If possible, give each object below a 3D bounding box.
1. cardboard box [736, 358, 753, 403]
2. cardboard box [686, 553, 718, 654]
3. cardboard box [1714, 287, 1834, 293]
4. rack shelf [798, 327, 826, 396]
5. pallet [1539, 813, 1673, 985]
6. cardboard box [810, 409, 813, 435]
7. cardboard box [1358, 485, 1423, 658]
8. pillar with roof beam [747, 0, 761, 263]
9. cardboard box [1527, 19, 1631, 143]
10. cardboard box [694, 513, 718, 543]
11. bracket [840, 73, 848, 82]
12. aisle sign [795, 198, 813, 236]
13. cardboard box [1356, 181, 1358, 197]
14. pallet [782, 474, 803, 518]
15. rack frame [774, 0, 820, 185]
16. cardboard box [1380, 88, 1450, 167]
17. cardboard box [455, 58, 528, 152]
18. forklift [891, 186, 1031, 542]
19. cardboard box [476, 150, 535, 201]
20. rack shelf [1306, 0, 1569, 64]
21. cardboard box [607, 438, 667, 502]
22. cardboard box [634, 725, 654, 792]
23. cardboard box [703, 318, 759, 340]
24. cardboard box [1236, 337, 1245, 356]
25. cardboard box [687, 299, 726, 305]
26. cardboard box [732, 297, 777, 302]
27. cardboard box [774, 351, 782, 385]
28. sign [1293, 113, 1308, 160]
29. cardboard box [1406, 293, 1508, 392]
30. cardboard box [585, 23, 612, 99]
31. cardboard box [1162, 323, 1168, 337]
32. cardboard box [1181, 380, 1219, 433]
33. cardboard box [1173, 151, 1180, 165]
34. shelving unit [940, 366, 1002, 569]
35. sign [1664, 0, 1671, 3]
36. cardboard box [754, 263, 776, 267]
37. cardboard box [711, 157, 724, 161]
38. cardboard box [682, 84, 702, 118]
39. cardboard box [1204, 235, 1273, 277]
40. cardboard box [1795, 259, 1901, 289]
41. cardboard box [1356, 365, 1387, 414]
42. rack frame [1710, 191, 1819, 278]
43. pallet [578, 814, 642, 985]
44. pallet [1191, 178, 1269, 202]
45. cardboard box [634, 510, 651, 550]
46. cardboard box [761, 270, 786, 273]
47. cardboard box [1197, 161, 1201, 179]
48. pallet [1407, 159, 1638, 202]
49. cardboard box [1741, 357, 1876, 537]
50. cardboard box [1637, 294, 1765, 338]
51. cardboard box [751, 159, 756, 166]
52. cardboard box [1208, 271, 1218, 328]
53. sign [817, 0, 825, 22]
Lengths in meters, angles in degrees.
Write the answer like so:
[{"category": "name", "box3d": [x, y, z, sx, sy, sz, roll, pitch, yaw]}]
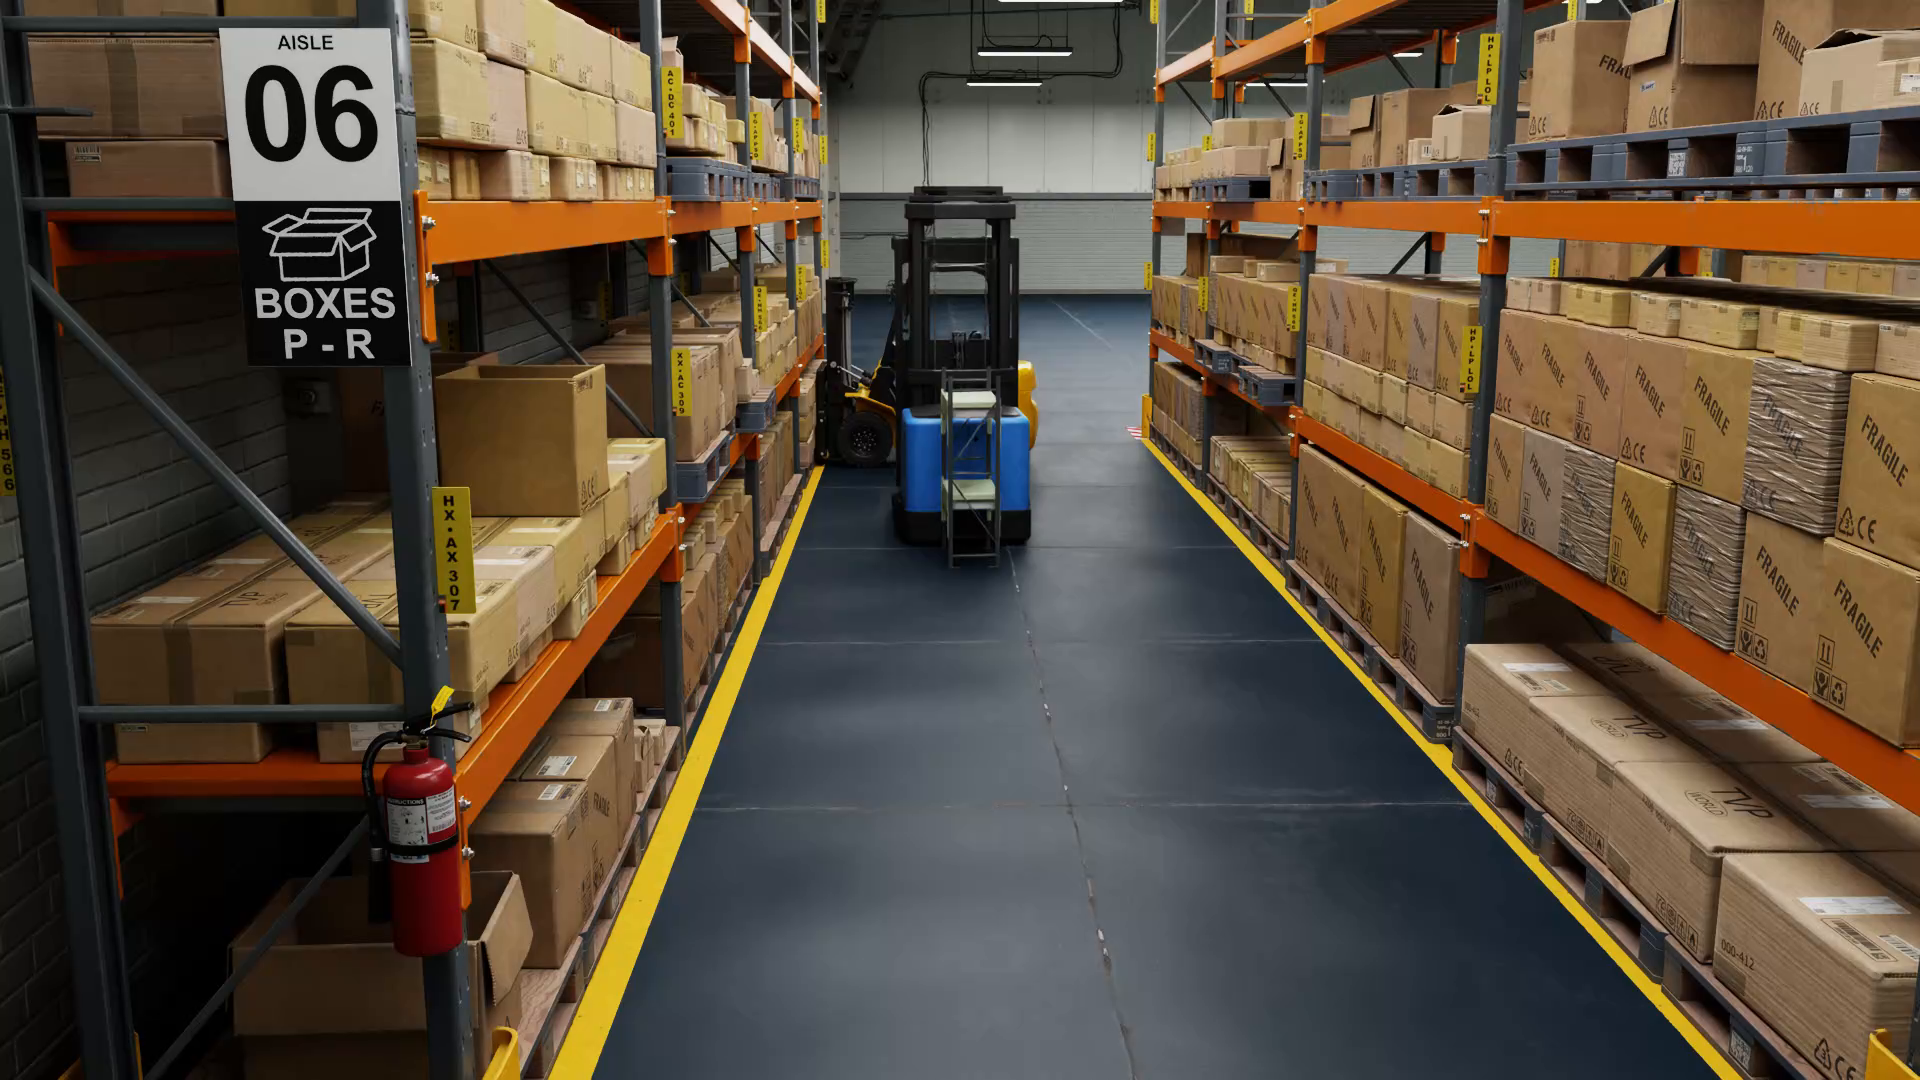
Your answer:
[{"category": "cardboard box", "box3d": [-1.644, -1.060, 11.060, 0.500, 0.250, 0.500, -1, 11, -4]}, {"category": "cardboard box", "box3d": [-1.718, 0.376, 9.891, 0.500, 0.500, 0.500, -1, 11, -3]}, {"category": "cardboard box", "box3d": [3.337, -0.957, 6.833, 0.380, 0.149, 0.250, 0, 11, -2]}, {"category": "rack shelf", "box3d": [-2.113, -1.976, 18.065, 1.077, 0.370, 4.000, 0, 11, -1]}, {"category": "pallet", "box3d": [3.022, 1.399, 6.631, 1.003, 0.211, 1.213, 0, 11, -1]}, {"category": "cardboard box", "box3d": [-1.785, -1.232, 17.189, 0.500, 0.250, 0.500, 0, 11, -1]}, {"category": "cardboard box", "box3d": [2.937, 0.171, 9.959, 0.875, 0.875, 0.875, 0, 11, 0]}, {"category": "pillar with roof beam", "box3d": [1.139, -6.735, 24.622, 9.100, 9.000, 0.400, 0, 11, -1]}, {"category": "cardboard box", "box3d": [2.858, -2.018, 7.358, 0.500, 0.500, 0.500, 0, 11, 0]}, {"category": "cardboard box", "box3d": [-1.726, -0.074, 10.478, 0.380, 0.149, 0.250, -1, 11, -4]}, {"category": "bracket", "box3d": [-3.297, -13.171, 47.293, 0.235, 0.232, 0.430, 0, 11, -1]}, {"category": "aisle sign", "box3d": [-1.862, -4.015, 19.765, 0.394, 0.787, 0.004, 0, 11, -1]}, {"category": "cardboard box", "box3d": [2.757, -2.566, 12.249, 0.380, 0.149, 0.250, 0, 11, -1]}, {"category": "pallet", "box3d": [-2.017, -0.418, 15.590, 1.003, 0.211, 1.213, 0, 11, -1]}, {"category": "rack frame", "box3d": [-2.154, -5.666, 19.356, 1.000, 3.000, 0.127, 0, 11, -1]}, {"category": "cardboard box", "box3d": [3.184, -2.686, 10.902, 0.700, 0.500, 0.500, -1, 11, -4]}, {"category": "cardboard box", "box3d": [-1.591, -1.278, 4.901, 0.500, 0.250, 0.500, 0, 11, 0]}, {"category": "forklift", "box3d": [-0.048, -1.666, 14.900, 1.130, 2.935, 3.031, -1, 12, -4]}, {"category": "cardboard box", "box3d": [-1.520, -1.110, 5.074, 0.380, 0.149, 0.250, 0, 11, 0]}, {"category": "rack shelf", "box3d": [3.015, -3.151, 9.773, 1.077, 0.370, 4.000, 0, 11, -1]}, {"category": "cardboard box", "box3d": [-1.652, -0.313, 7.686, 0.500, 0.250, 0.500, 0, 11, 0]}, {"category": "cardboard box", "box3d": [-1.594, 0.974, 7.535, 0.396, 0.266, 0.258, 0, 11, 1]}, {"category": "cardboard box", "box3d": [-1.701, -1.567, 12.358, 0.380, 0.149, 0.250, 0, 11, 1]}, {"category": "cardboard box", "box3d": [2.586, -1.665, 14.295, 0.380, 0.149, 0.250, 0, 11, 1]}, {"category": "cardboard box", "box3d": [-2.295, -2.073, 14.852, 0.380, 0.149, 0.250, 0, 11, -2]}, {"category": "cardboard box", "box3d": [-1.867, -2.131, 15.135, 0.380, 0.149, 0.250, 0, 11, -1]}, {"category": "cardboard box", "box3d": [-1.786, -1.457, 14.074, 0.500, 0.250, 0.500, 0, 11, 1]}, {"category": "sign", "box3d": [2.431, -2.879, 11.860, 0.100, 0.325, 0.005, 0, 11, -1]}, {"category": "cardboard box", "box3d": [2.778, -1.092, 9.129, 0.500, 0.500, 0.500, 0, 11, 0]}, {"category": "cardboard box", "box3d": [-1.634, -1.827, 6.349, 0.500, 0.250, 0.500, 0, 11, 0]}, {"category": "cardboard box", "box3d": [2.511, -2.402, 18.987, 0.380, 0.149, 0.250, 0, 11, 0]}, {"category": "cardboard box", "box3d": [2.598, -1.396, 17.367, 0.500, 0.500, 0.500, 0, 11, 0]}, {"category": "cardboard box", "box3d": [2.532, -4.162, 18.113, 0.380, 0.149, 0.250, 0, 11, 0]}, {"category": "shelving unit", "box3d": [0.081, -0.587, 13.181, 0.431, 1.500, 0.755, -1, 12, -4]}, {"category": "sign", "box3d": [8.298, -6.224, 19.556, 0.100, 0.325, 0.005, 0, 11, -1]}, {"category": "cardboard box", "box3d": [-2.361, -3.171, 19.515, 0.380, 0.149, 0.250, 0, 11, -2]}, {"category": "cardboard box", "box3d": [-1.726, -2.505, 10.694, 0.380, 0.149, 0.250, 0, 11, -1]}, {"category": "cardboard box", "box3d": [-1.474, -2.150, 8.142, 0.380, 0.149, 0.250, 0, 11, 0]}, {"category": "cardboard box", "box3d": [3.025, -3.030, 17.937, 0.700, 0.500, 0.500, 0, 11, -2]}, {"category": "cardboard box", "box3d": [7.877, -2.230, 14.742, 0.700, 0.500, 0.500, 0, 11, -1]}, {"category": "cardboard box", "box3d": [2.742, -0.924, 10.190, 0.500, 0.250, 0.500, 0, 11, 0]}, {"category": "rack frame", "box3d": [7.838, -1.993, 16.337, 1.000, 3.000, 0.127, 0, 11, -1]}, {"category": "pallet", "box3d": [-1.865, 1.406, 6.601, 1.003, 0.211, 1.213, 0, 11, -1]}, {"category": "pallet", "box3d": [2.797, -3.207, 15.251, 1.213, 0.211, 1.003, 0, 11, -1]}, {"category": "cardboard box", "box3d": [-1.591, -0.052, 7.404, 0.380, 0.149, 0.250, 0, 11, 0]}, {"category": "cardboard box", "box3d": [-1.887, -2.764, 17.508, 0.380, 0.149, 0.250, 0, 11, -1]}, {"category": "cardboard box", "box3d": [2.613, -3.582, 16.253, 0.500, 0.250, 0.500, 0, 11, -2]}, {"category": "pallet", "box3d": [2.988, -1.920, 8.917, 0.805, 0.209, 1.217, -1, 11, -3]}, {"category": "cardboard box", "box3d": [2.851, -0.304, 5.249, 0.500, 0.500, 0.500, 0, 11, -1]}, {"category": "cardboard box", "box3d": [2.816, -0.852, 6.318, 0.380, 0.149, 0.250, 0, 11, -1]}, {"category": "cardboard box", "box3d": [-1.693, -2.817, 12.135, 0.380, 0.166, 0.250, 0, 11, -1]}, {"category": "cardboard box", "box3d": [2.614, -2.258, 15.591, 0.500, 0.500, 0.500, 0, 11, 0]}, {"category": "sign", "box3d": [-1.611, -6.162, 19.253, 0.100, 0.325, 0.005, 0, 11, -1]}]
